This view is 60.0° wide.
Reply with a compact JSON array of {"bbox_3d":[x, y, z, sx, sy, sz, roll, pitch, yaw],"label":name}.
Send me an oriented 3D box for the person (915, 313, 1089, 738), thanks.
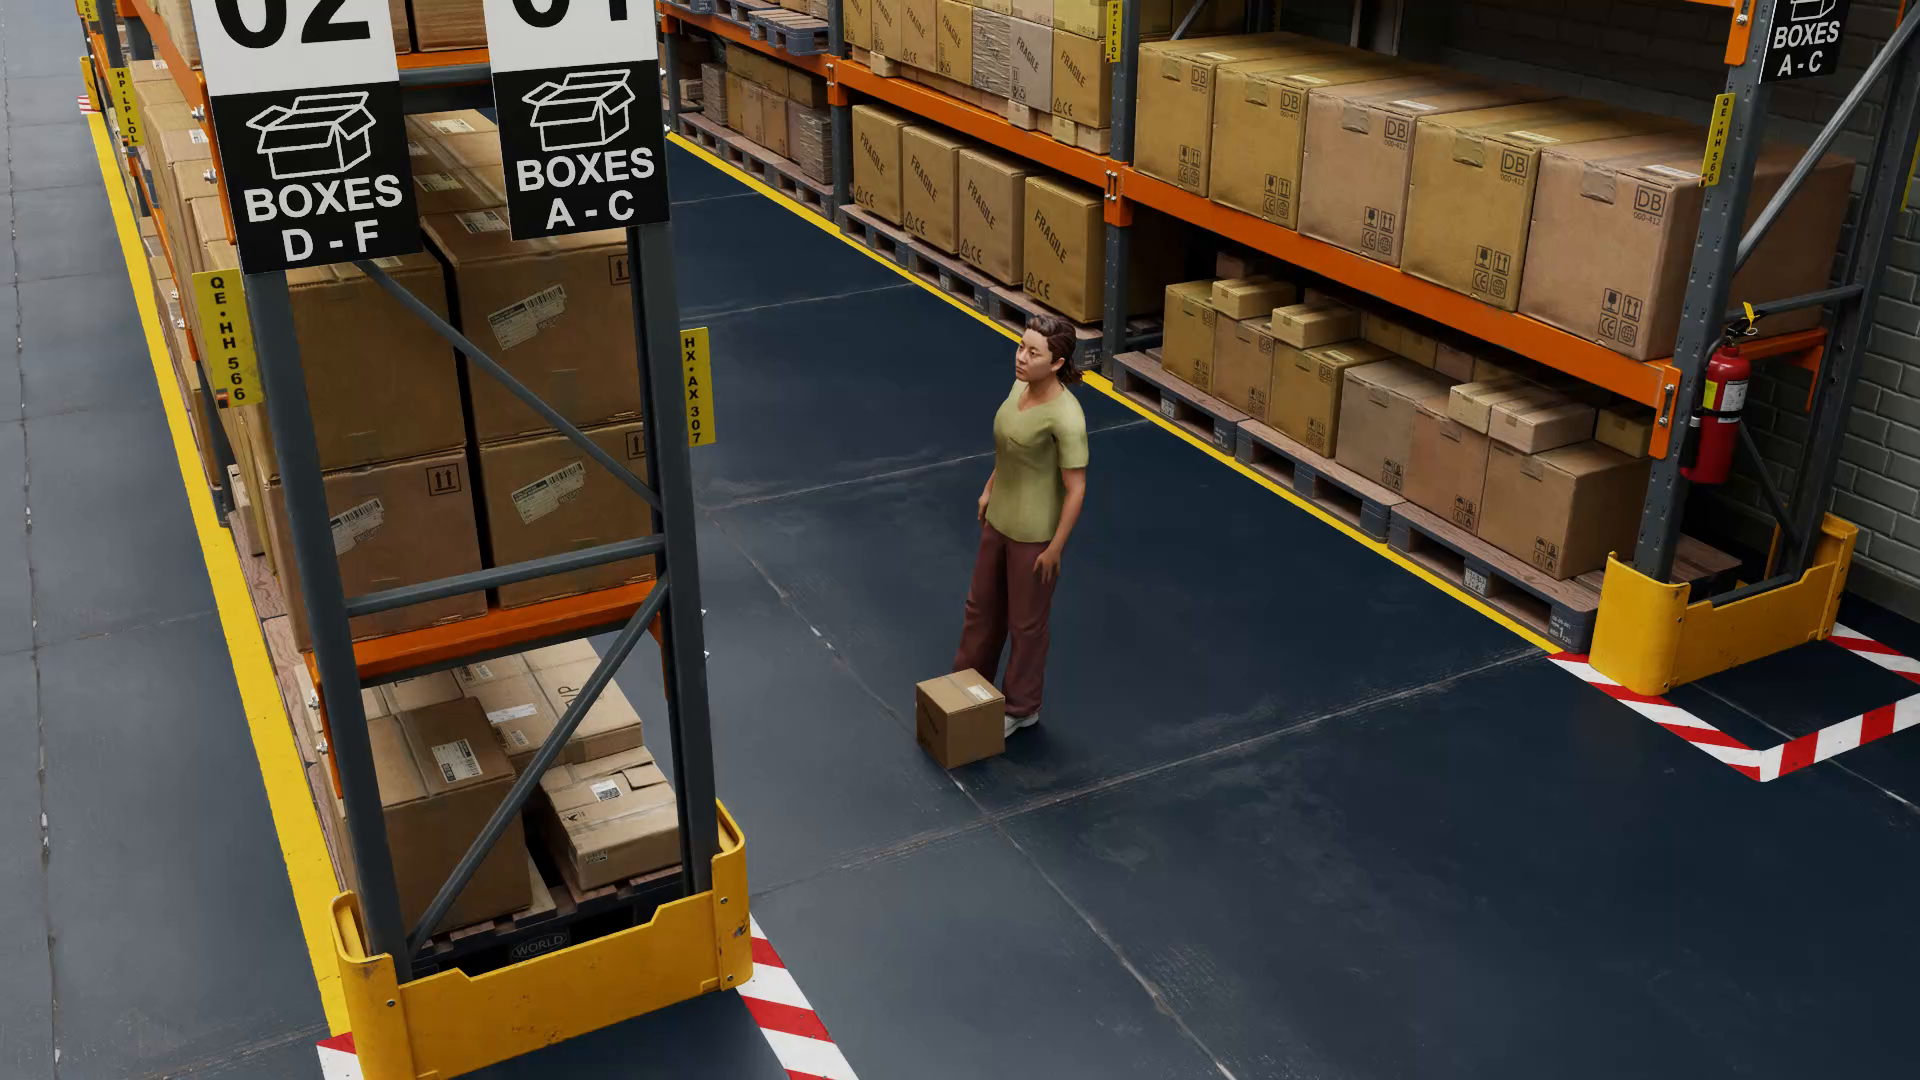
[{"bbox_3d":[0.178,-0.026,6.146,0.548,1.673,0.554,-13,28,-25],"label":"person"}]
